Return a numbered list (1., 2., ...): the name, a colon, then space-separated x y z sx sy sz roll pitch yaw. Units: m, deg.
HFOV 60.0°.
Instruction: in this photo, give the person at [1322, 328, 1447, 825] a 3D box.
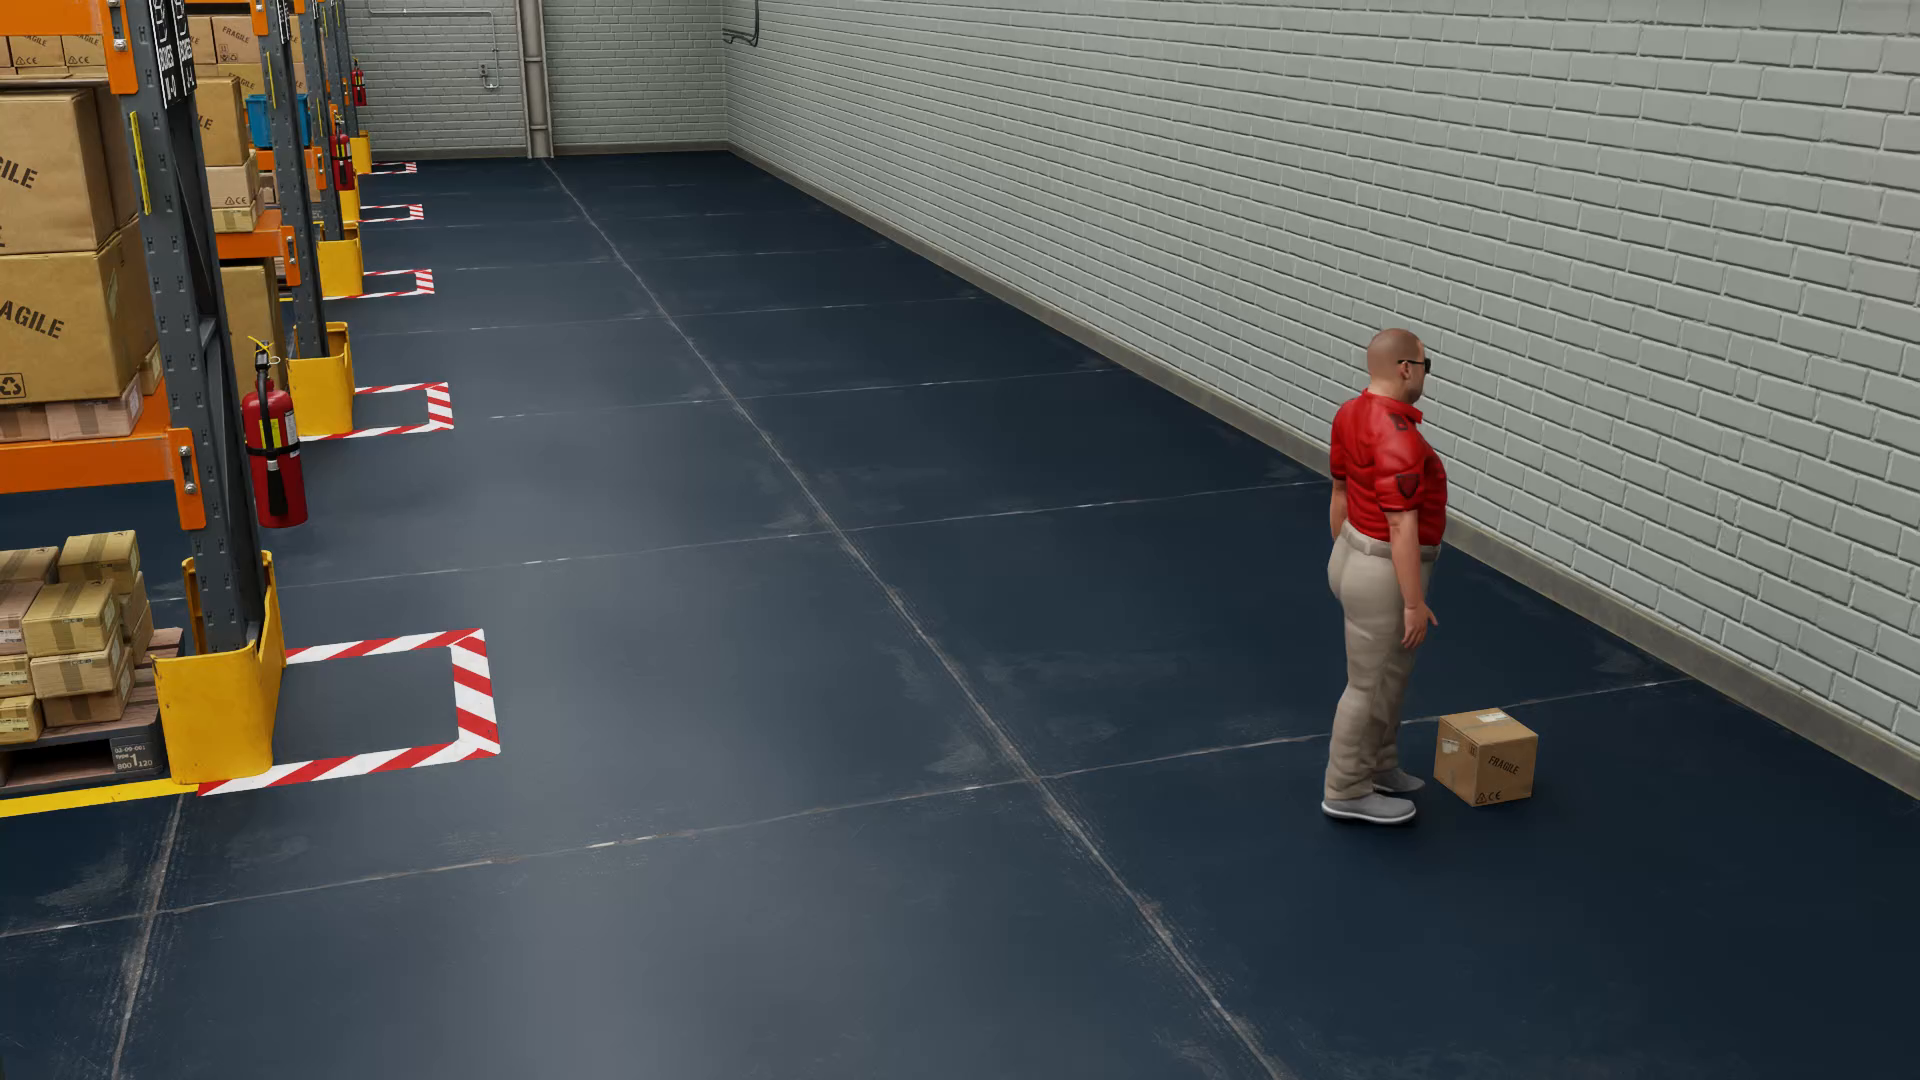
1. person: 1.508 0.165 5.672 0.477 1.783 0.566 -1 19 -4
